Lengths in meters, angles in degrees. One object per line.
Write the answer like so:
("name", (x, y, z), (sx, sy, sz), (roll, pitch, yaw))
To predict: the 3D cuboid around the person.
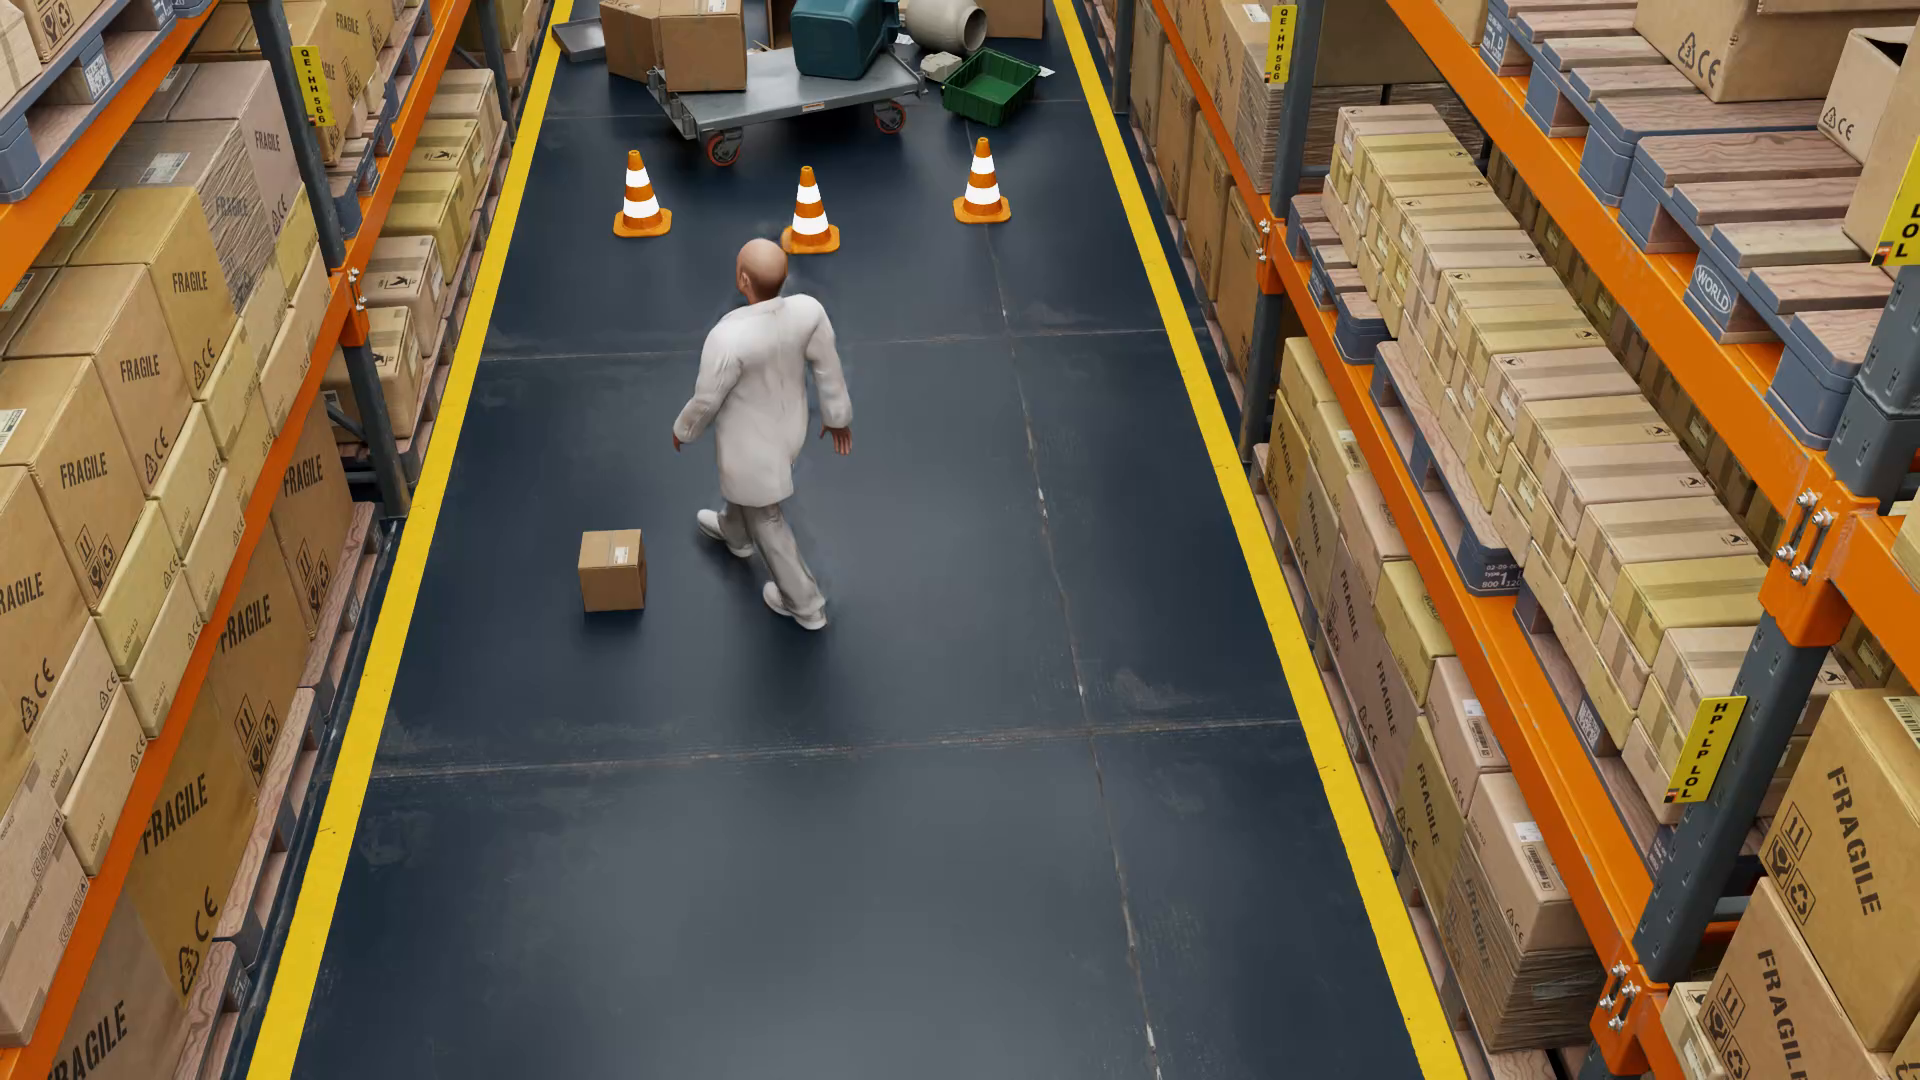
("person", (-0.906, -0.498, 6.777), (0.946, 1.739, 0.654), (28, 46, 31))
